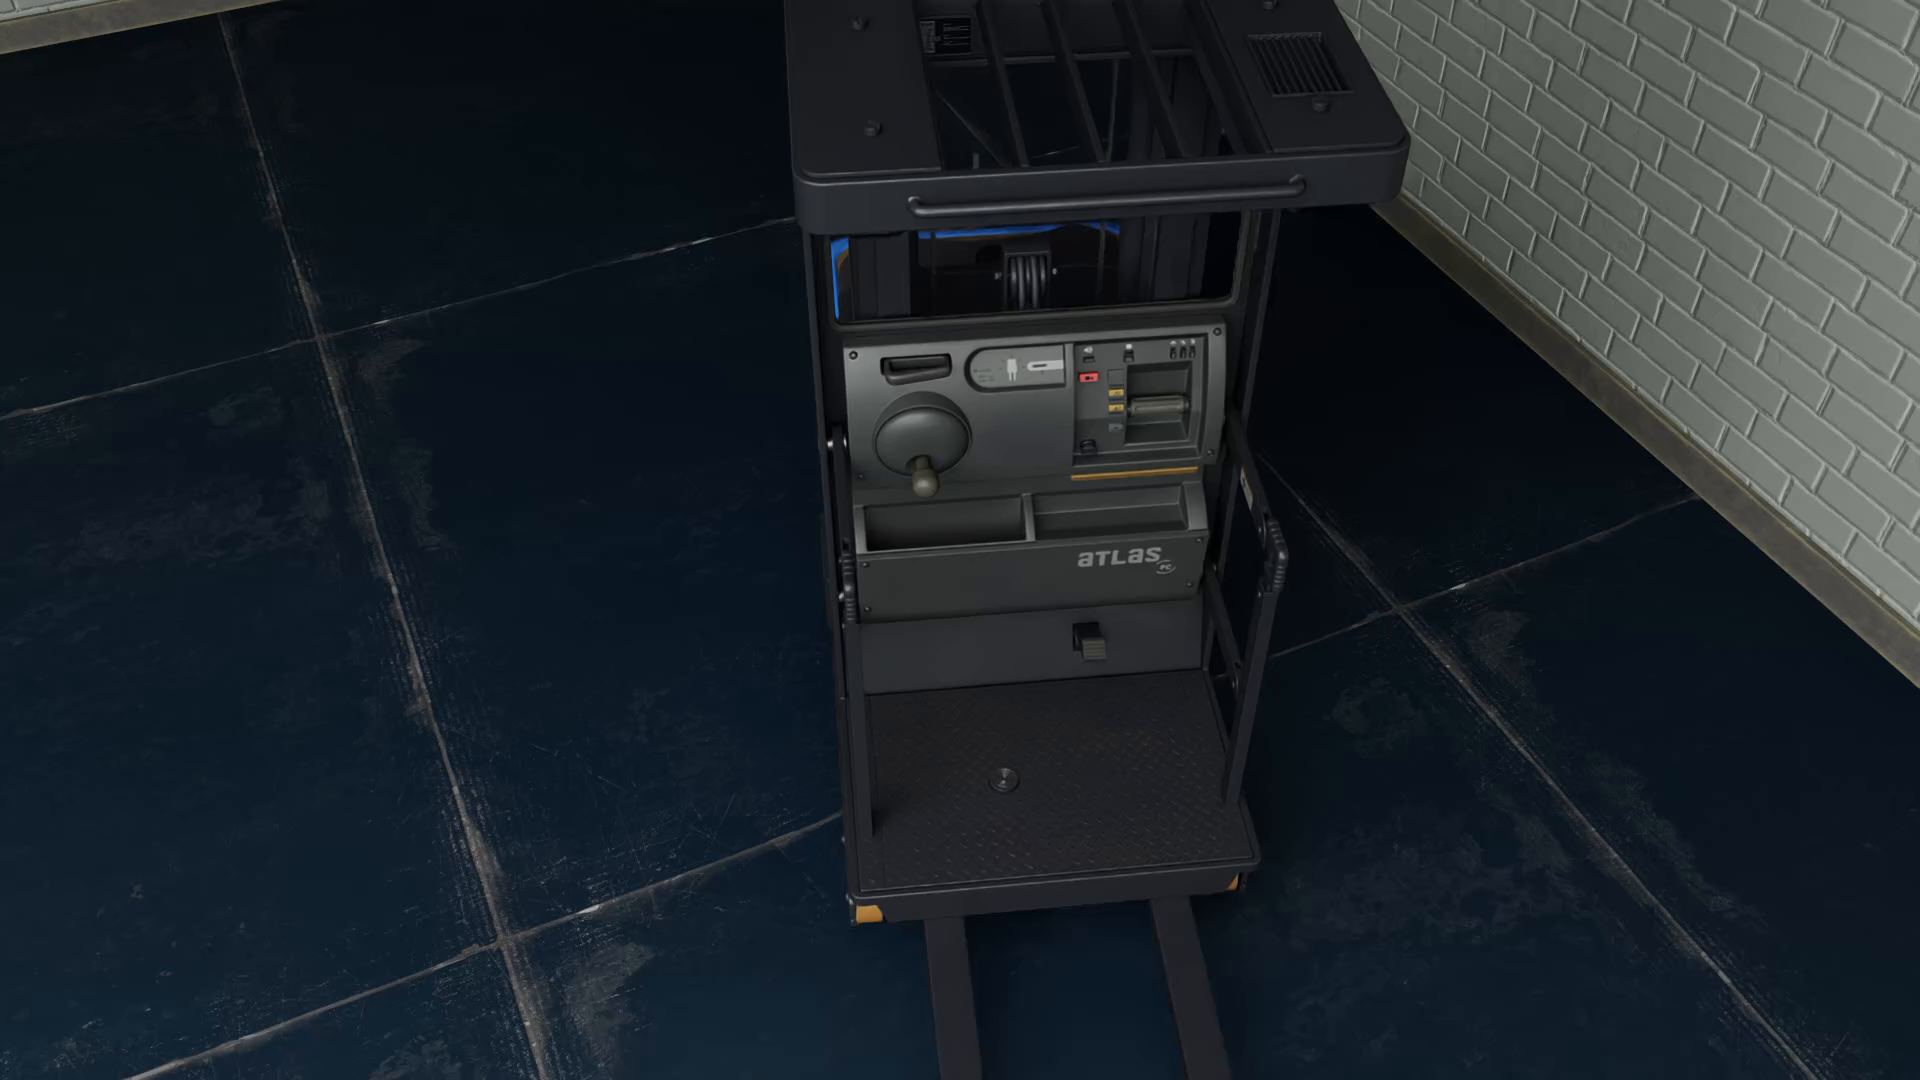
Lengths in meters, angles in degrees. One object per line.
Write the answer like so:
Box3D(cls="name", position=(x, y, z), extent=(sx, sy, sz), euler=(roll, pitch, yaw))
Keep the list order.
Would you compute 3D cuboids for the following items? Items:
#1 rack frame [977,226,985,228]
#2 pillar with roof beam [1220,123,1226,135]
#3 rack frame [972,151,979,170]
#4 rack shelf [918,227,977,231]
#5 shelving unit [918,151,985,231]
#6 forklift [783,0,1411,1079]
Box3D(cls="rack frame", position=(-0.041, -0.673, 5.578), extent=(0.240, 1.200, 0.006), euler=(-4, 45, -4))
Box3D(cls="pillar with roof beam", position=(-2.642, -3.962, 3.358), extent=(9.100, 9.000, 0.400), euler=(-18, 47, -17))
Box3D(cls="rack frame", position=(-0.060, -0.801, 5.707), extent=(0.240, 1.200, 0.006), euler=(-4, 45, -4))
Box3D(cls="rack shelf", position=(-0.050, -0.962, 5.421), extent=(0.258, 0.103, 0.180), euler=(-4, 45, -4))
Box3D(cls="shelving unit", position=(-0.050, -0.737, 5.643), extent=(0.258, 1.200, 0.189), euler=(-4, 45, -4))
Box3D(cls="forklift", position=(0.211, -0.232, 3.898), extent=(1.130, 2.935, 3.031), euler=(-4, 45, -4))
